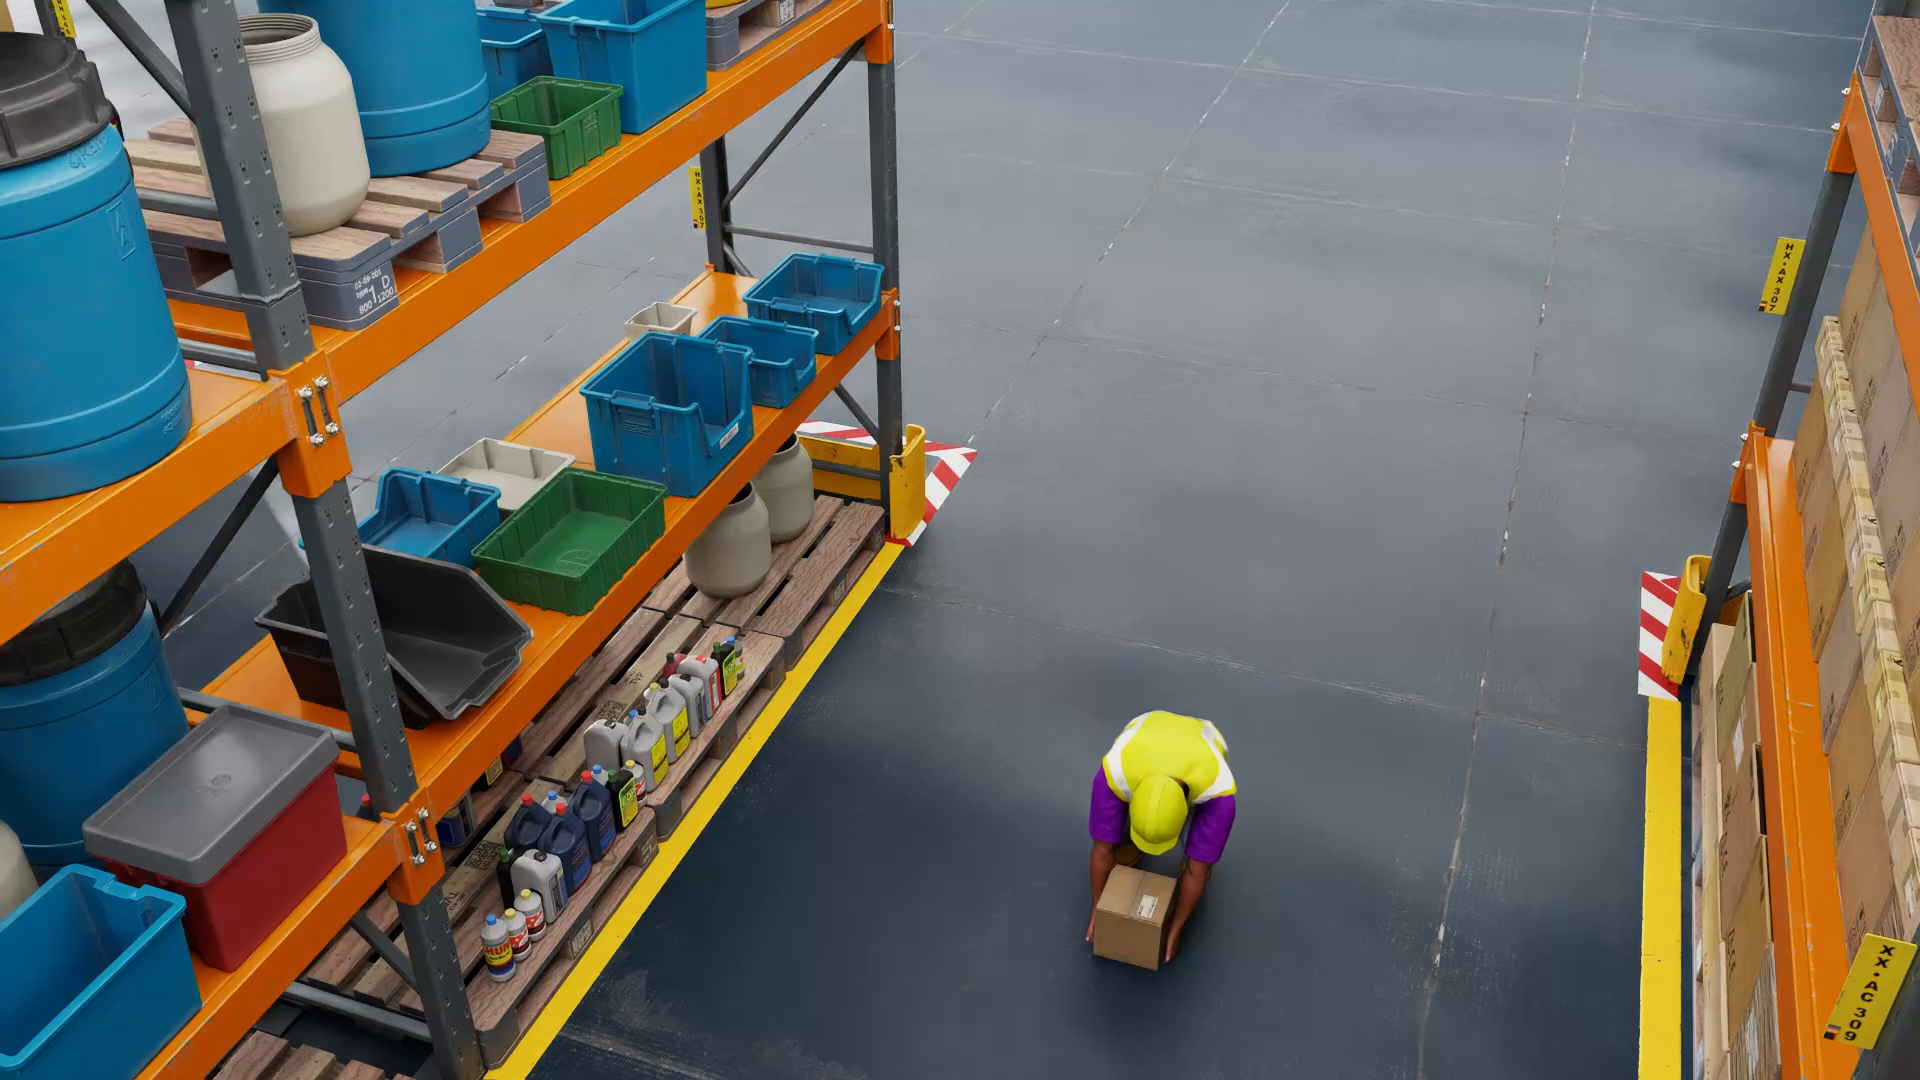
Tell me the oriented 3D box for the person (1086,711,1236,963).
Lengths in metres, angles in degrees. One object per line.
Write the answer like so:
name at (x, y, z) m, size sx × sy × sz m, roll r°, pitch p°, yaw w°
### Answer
person at (0.797, 1.055, 6.421) m, size 0.553 × 0.888 × 0.916 m, roll 11°, pitch 35°, yaw 17°
